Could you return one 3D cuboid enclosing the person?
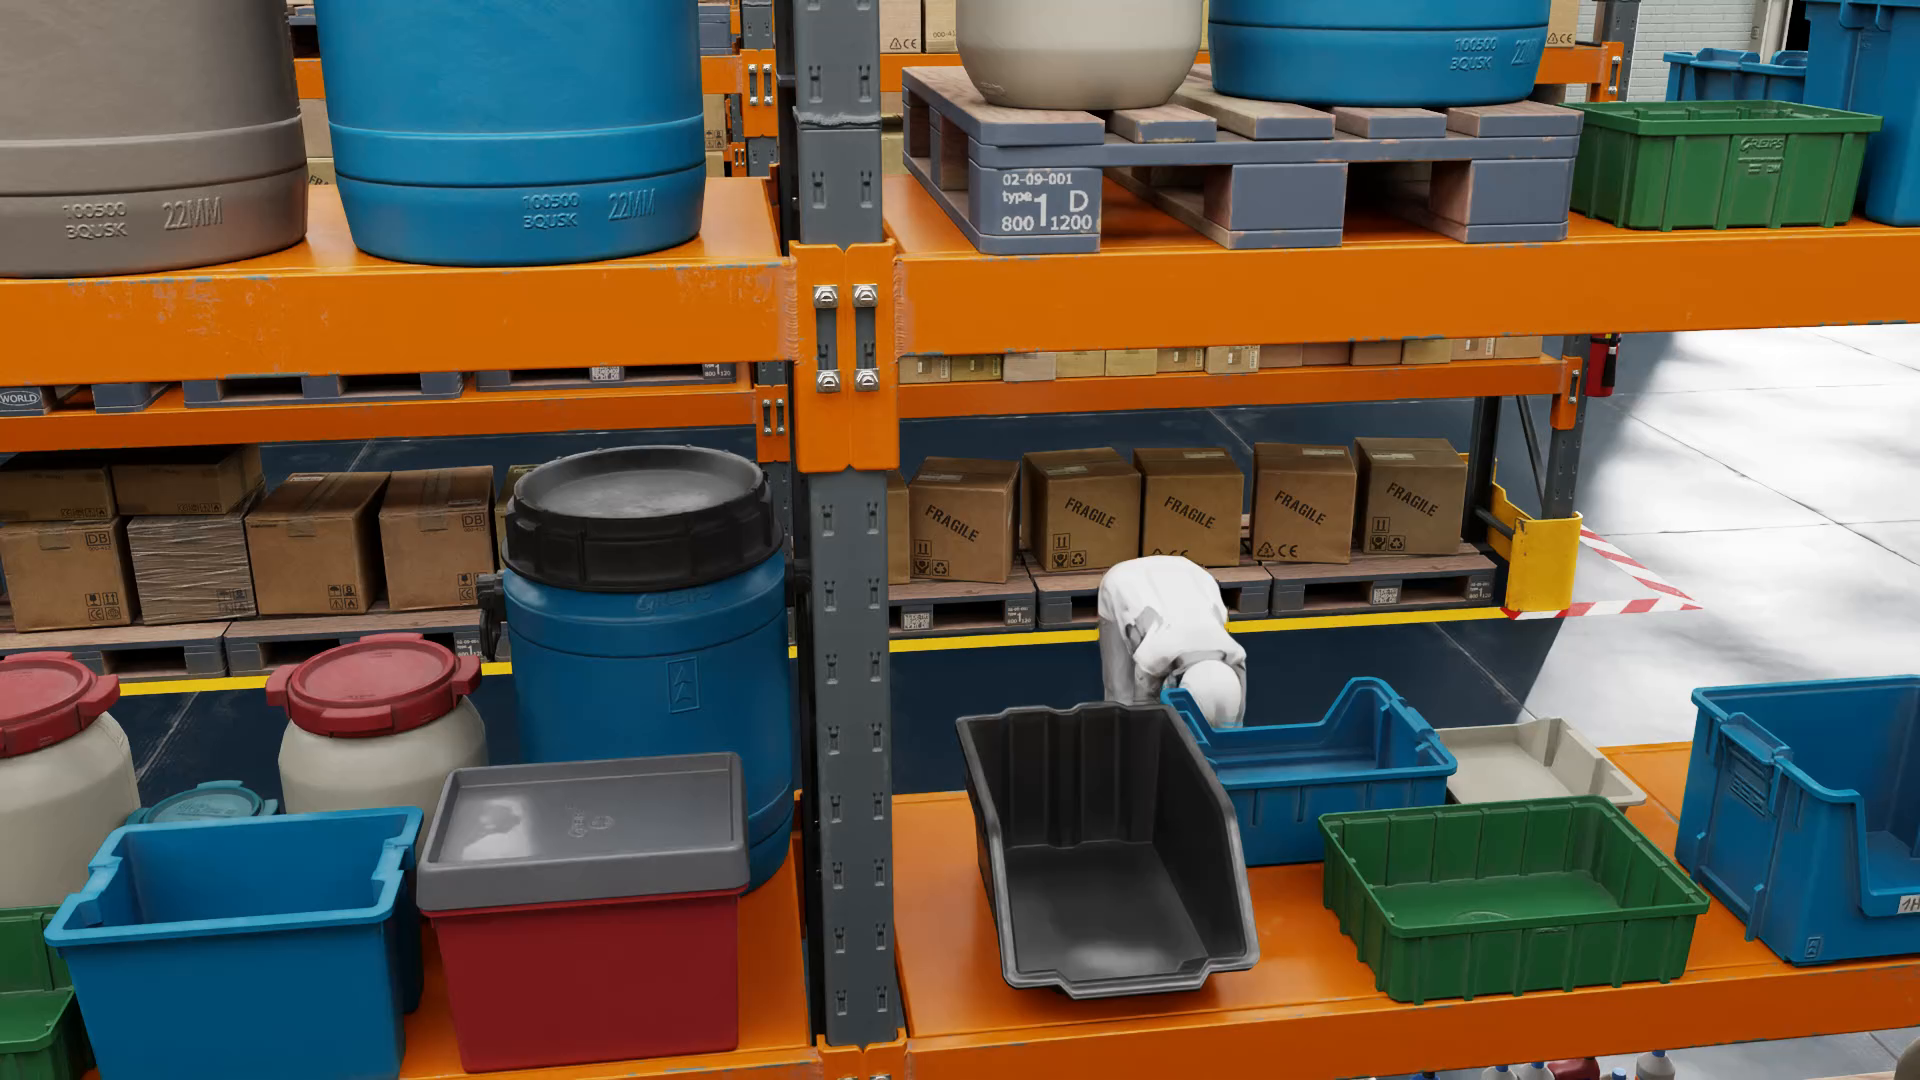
[{"bbox_3d":[0.829,0.632,6.379,0.499,1.028,1.003,-4,20,-10],"label":"person"}]
